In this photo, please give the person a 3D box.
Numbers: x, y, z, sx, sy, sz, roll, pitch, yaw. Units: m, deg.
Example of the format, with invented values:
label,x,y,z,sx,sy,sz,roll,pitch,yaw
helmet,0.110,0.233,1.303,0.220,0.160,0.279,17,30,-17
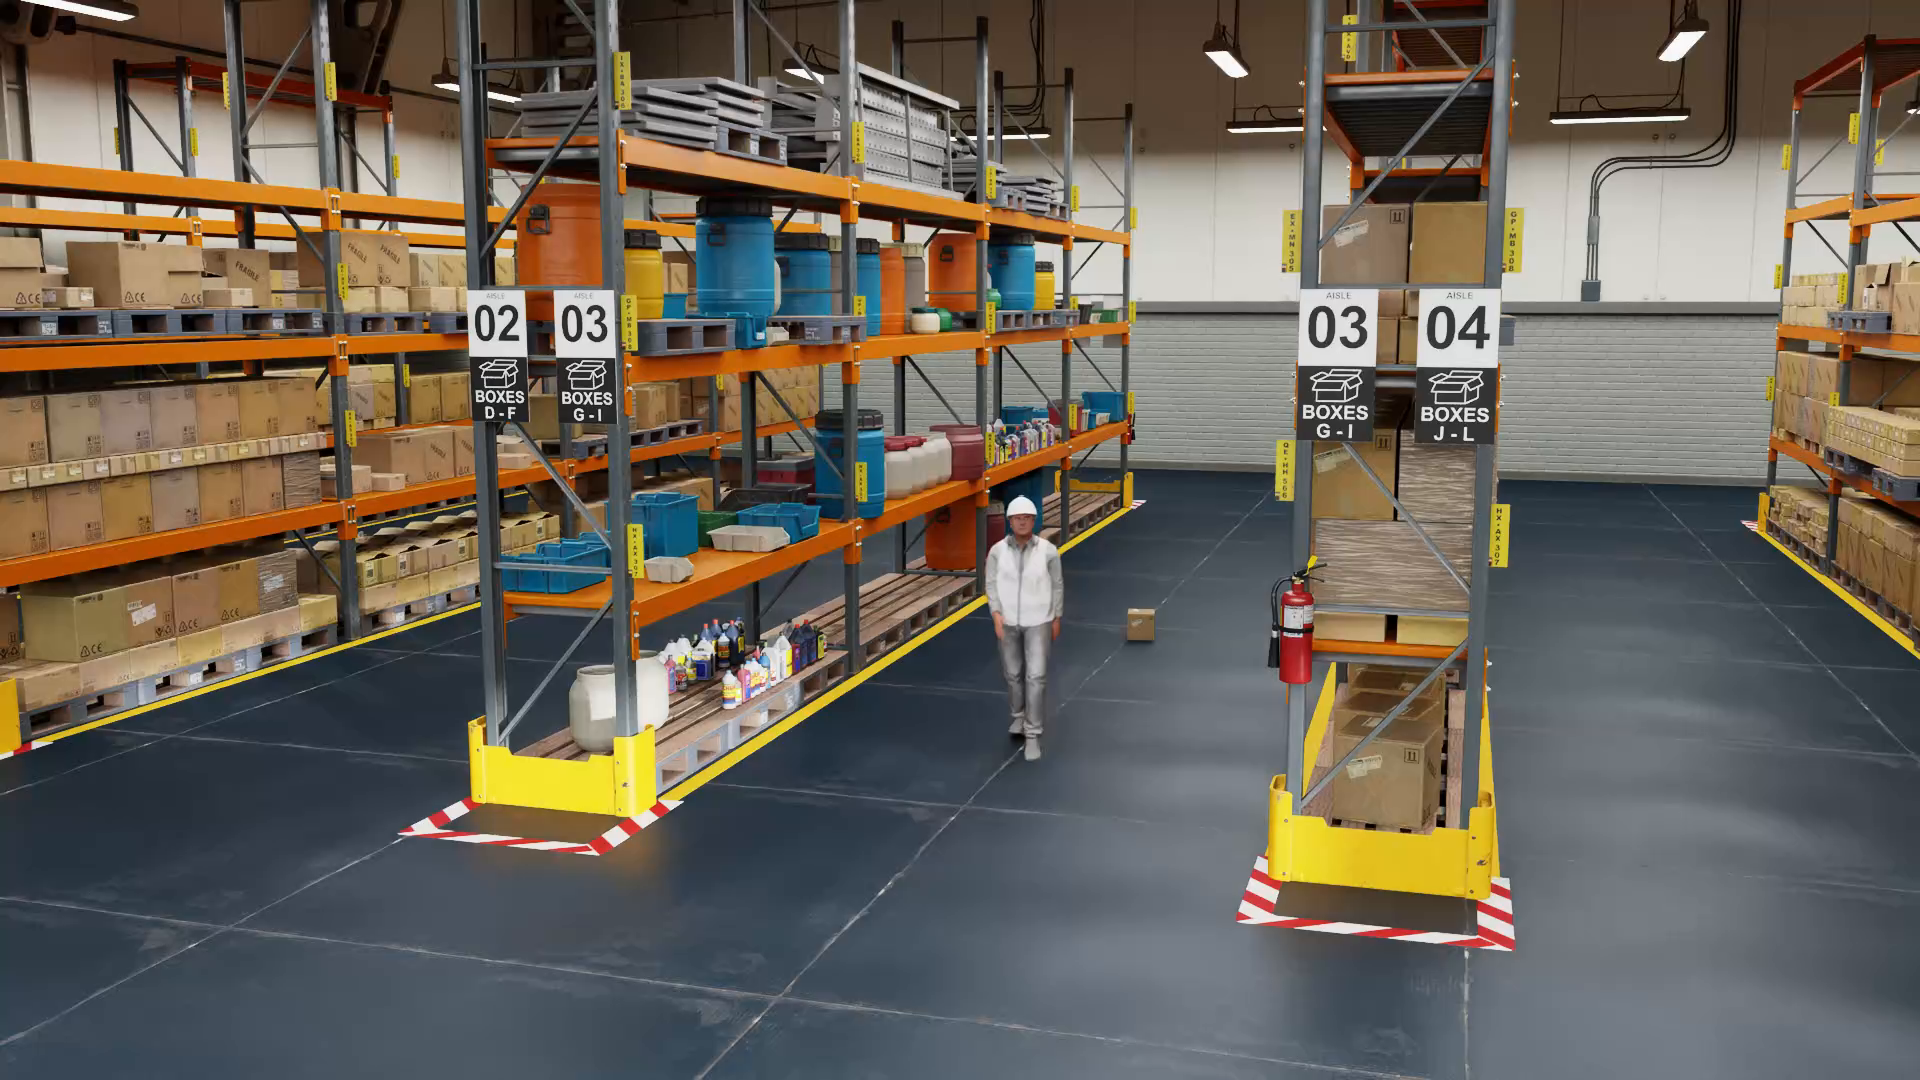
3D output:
label,x,y,z,sx,sy,sz,roll,pitch,yaw
person,0.442,0.596,11.704,0.533,1.796,0.849,2,8,12
